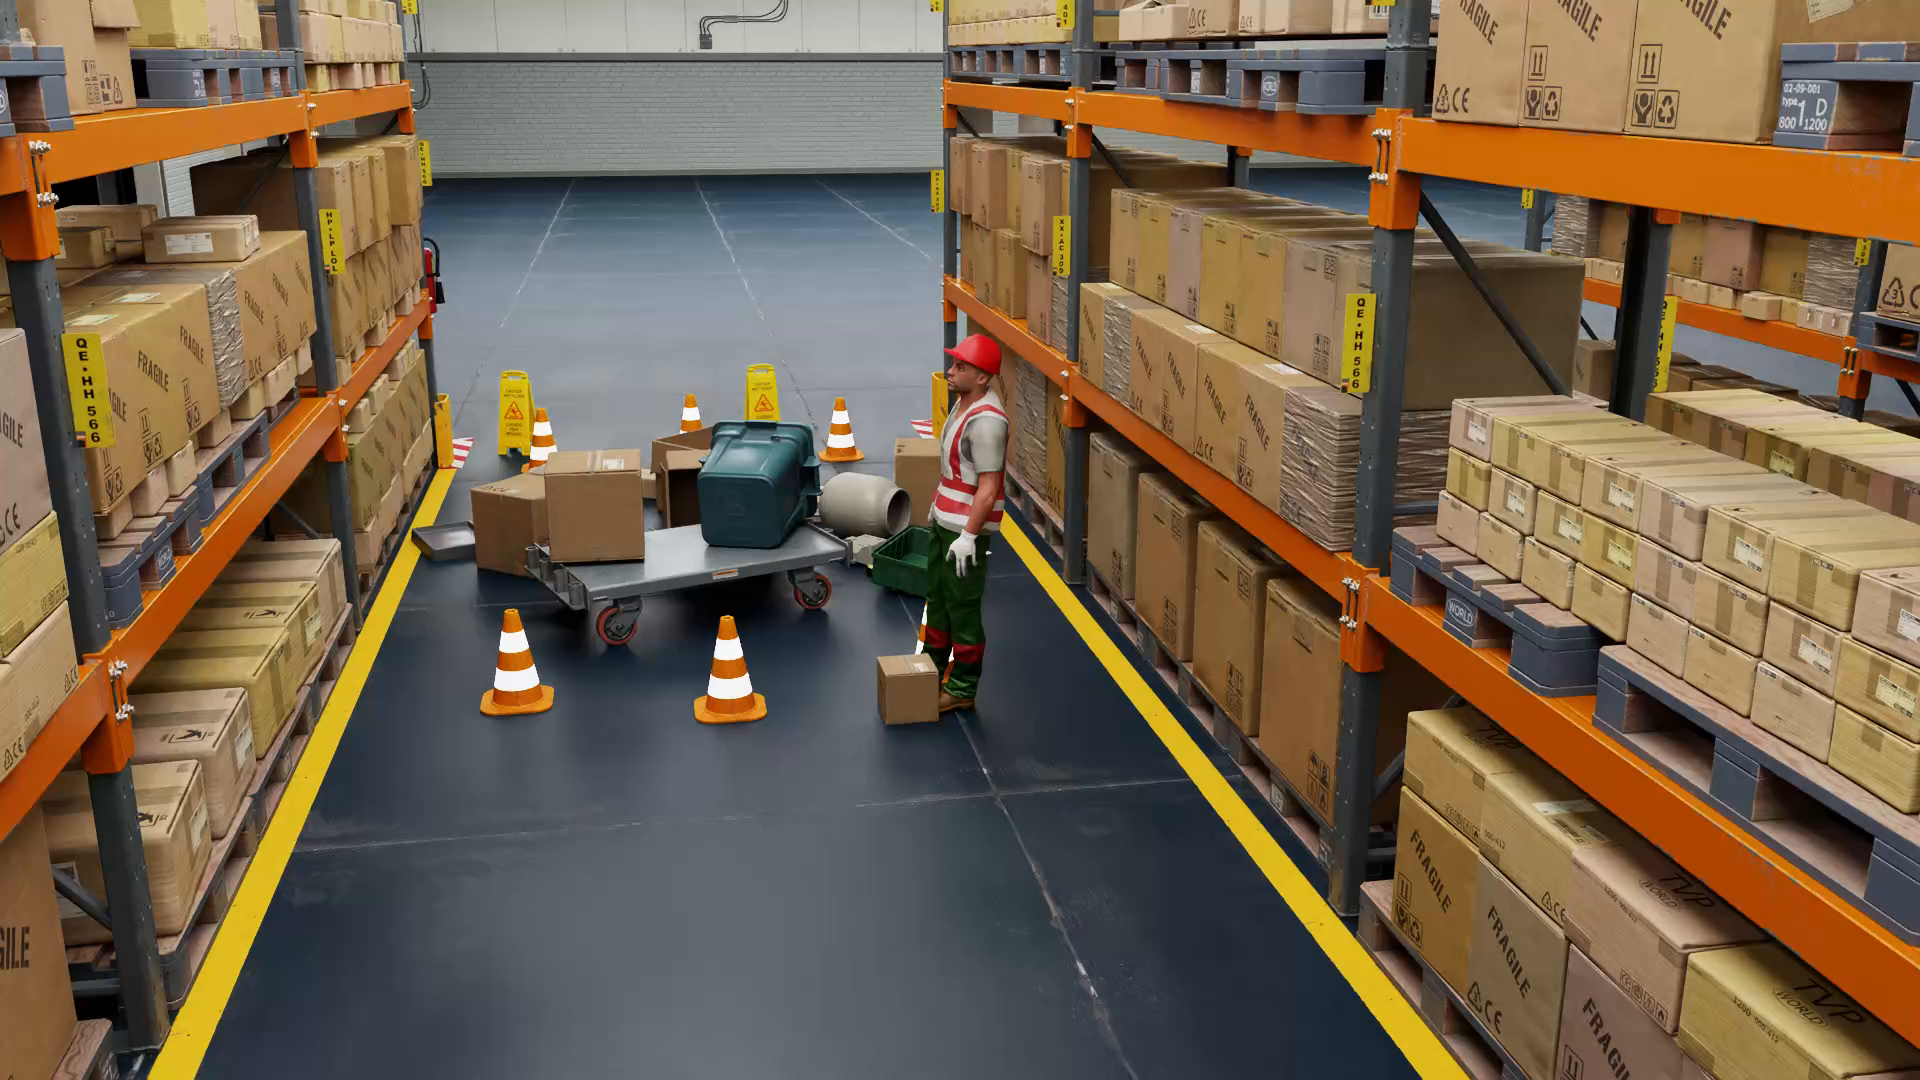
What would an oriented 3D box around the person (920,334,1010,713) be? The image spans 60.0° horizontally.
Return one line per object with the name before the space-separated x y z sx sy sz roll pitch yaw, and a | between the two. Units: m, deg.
person | -0.065 -0.065 7.682 0.564 1.787 0.638 -3 16 -10
